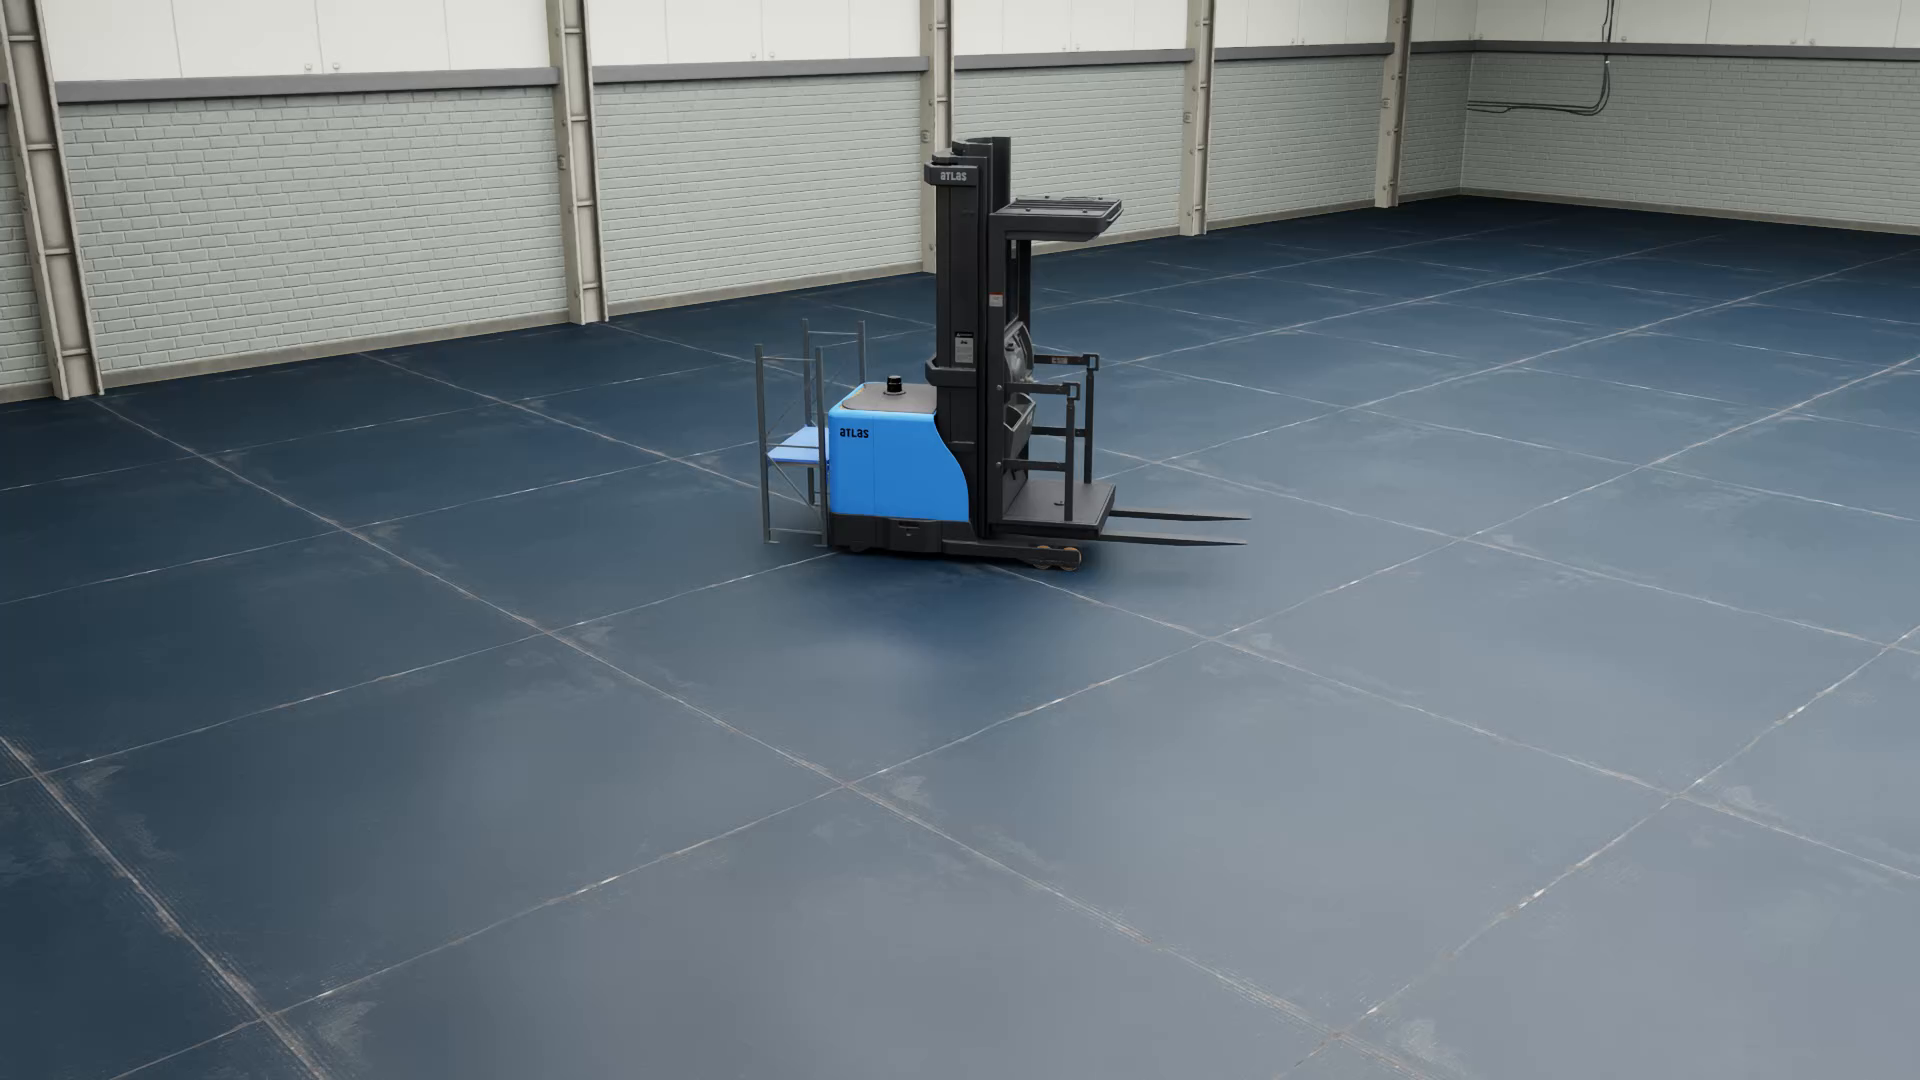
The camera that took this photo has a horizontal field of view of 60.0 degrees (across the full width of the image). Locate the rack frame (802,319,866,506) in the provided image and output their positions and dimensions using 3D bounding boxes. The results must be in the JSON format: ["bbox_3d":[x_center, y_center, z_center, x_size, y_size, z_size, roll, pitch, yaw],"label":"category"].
[{"bbox_3d":[-0.975,-0.984,13.082,0.500,1.500,0.032,4,18,14],"label":"rack frame"}]

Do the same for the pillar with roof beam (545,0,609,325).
[{"bbox_3d":[-1.732,-6.080,16.647,0.400,9.000,9.100,-16,24,-41],"label":"pillar with roof beam"}]

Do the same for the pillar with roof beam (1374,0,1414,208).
[{"bbox_3d":[11.347,-9.894,28.411,0.400,9.000,9.100,-16,24,-41],"label":"pillar with roof beam"}]

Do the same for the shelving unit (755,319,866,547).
[{"bbox_3d":[-1.100,-0.832,12.613,0.538,1.500,1.048,4,18,14],"label":"shelving unit"}]

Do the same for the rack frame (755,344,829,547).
[{"bbox_3d":[-1.224,-0.680,12.144,0.500,1.500,0.032,4,18,14],"label":"rack frame"}]

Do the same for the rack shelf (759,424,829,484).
[{"bbox_3d":[-1.098,-0.661,12.668,0.538,0.185,1.000,4,18,14],"label":"rack shelf"}]

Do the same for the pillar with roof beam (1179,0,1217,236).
[{"bbox_3d":[6.987,-8.623,24.489,0.400,9.000,9.100,-16,24,-41],"label":"pillar with roof beam"}]

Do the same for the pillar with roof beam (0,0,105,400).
[{"bbox_3d":[-6.092,-4.809,12.725,0.400,9.000,9.100,-16,24,-41],"label":"pillar with roof beam"}]

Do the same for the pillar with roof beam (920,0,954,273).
[{"bbox_3d":[2.627,-7.351,20.568,0.400,9.000,9.100,-16,24,-41],"label":"pillar with roof beam"}]

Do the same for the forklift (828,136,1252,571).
[{"bbox_3d":[0.609,-1.354,11.909,3.031,2.935,1.130,4,18,11],"label":"forklift"}]

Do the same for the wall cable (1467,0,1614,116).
[{"bbox_3d":[11.438,-9.710,32.877,0.112,2.526,3.097,-16,24,-41],"label":"wall cable"}]
